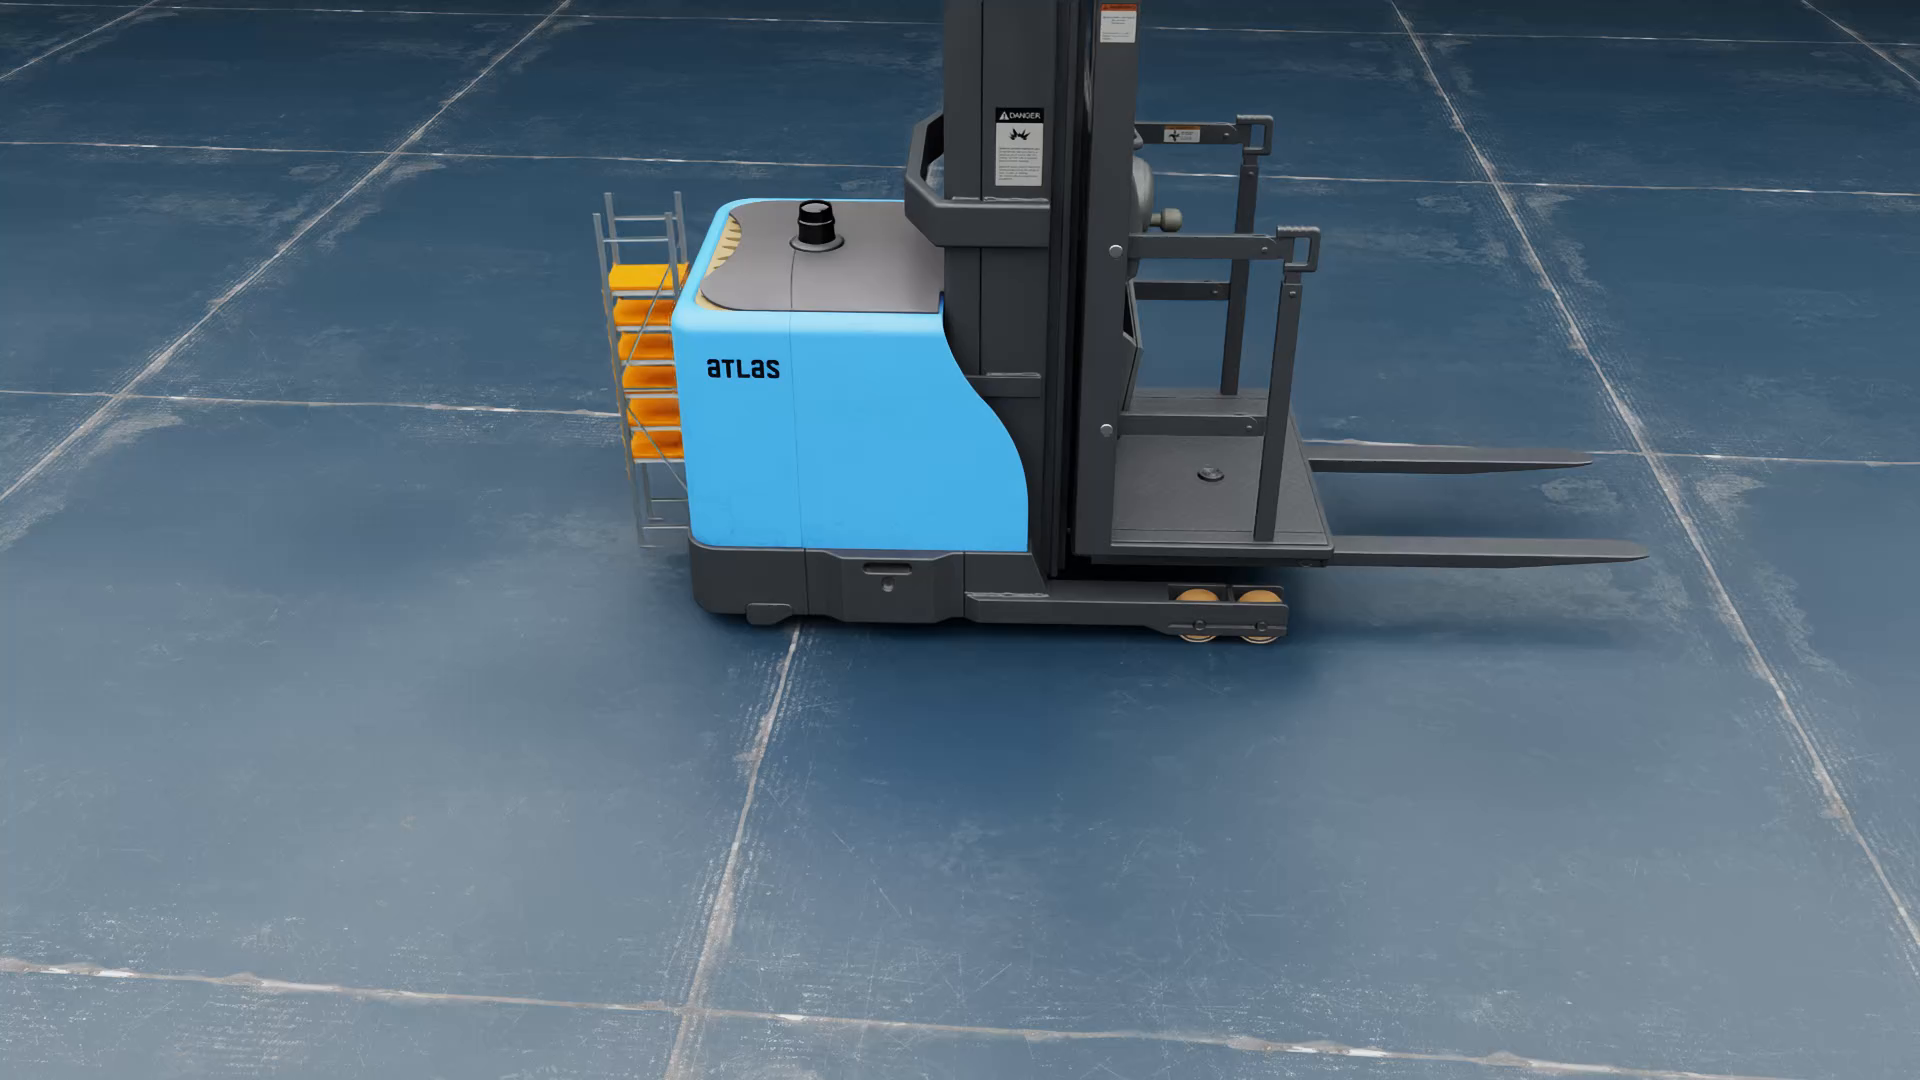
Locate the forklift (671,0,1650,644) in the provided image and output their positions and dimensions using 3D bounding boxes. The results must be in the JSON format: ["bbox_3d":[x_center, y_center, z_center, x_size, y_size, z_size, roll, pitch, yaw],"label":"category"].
[{"bbox_3d":[0.675,-1.207,4.916,3.031,2.935,1.130,1,32,1],"label":"forklift"}]

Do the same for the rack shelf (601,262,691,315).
[{"bbox_3d":[-0.995,-0.803,5.304,0.258,0.103,0.180,-1,32,1],"label":"rack shelf"}]

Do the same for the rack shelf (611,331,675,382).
[{"bbox_3d":[-0.992,-0.599,5.430,0.258,0.103,0.180,-1,32,1],"label":"rack shelf"}]

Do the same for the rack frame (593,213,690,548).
[{"bbox_3d":[-0.991,-0.487,5.392,0.240,1.200,0.006,-1,32,1],"label":"rack frame"}]

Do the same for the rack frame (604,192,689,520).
[{"bbox_3d":[-0.990,-0.582,5.547,0.240,1.200,0.006,-1,32,1],"label":"rack frame"}]

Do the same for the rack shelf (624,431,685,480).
[{"bbox_3d":[-0.986,-0.292,5.619,0.258,0.103,0.180,-1,32,1],"label":"rack shelf"}]

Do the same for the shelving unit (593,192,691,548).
[{"bbox_3d":[-0.990,-0.535,5.470,0.258,1.200,0.189,-1,32,1],"label":"shelving unit"}]

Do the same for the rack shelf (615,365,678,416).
[{"bbox_3d":[-0.990,-0.497,5.493,0.258,0.103,0.180,-1,32,1],"label":"rack shelf"}]

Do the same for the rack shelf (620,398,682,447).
[{"bbox_3d":[-0.988,-0.394,5.556,0.258,0.103,0.180,-1,32,1],"label":"rack shelf"}]

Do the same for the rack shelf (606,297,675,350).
[{"bbox_3d":[-0.993,-0.701,5.367,0.258,0.103,0.180,-1,32,1],"label":"rack shelf"}]
